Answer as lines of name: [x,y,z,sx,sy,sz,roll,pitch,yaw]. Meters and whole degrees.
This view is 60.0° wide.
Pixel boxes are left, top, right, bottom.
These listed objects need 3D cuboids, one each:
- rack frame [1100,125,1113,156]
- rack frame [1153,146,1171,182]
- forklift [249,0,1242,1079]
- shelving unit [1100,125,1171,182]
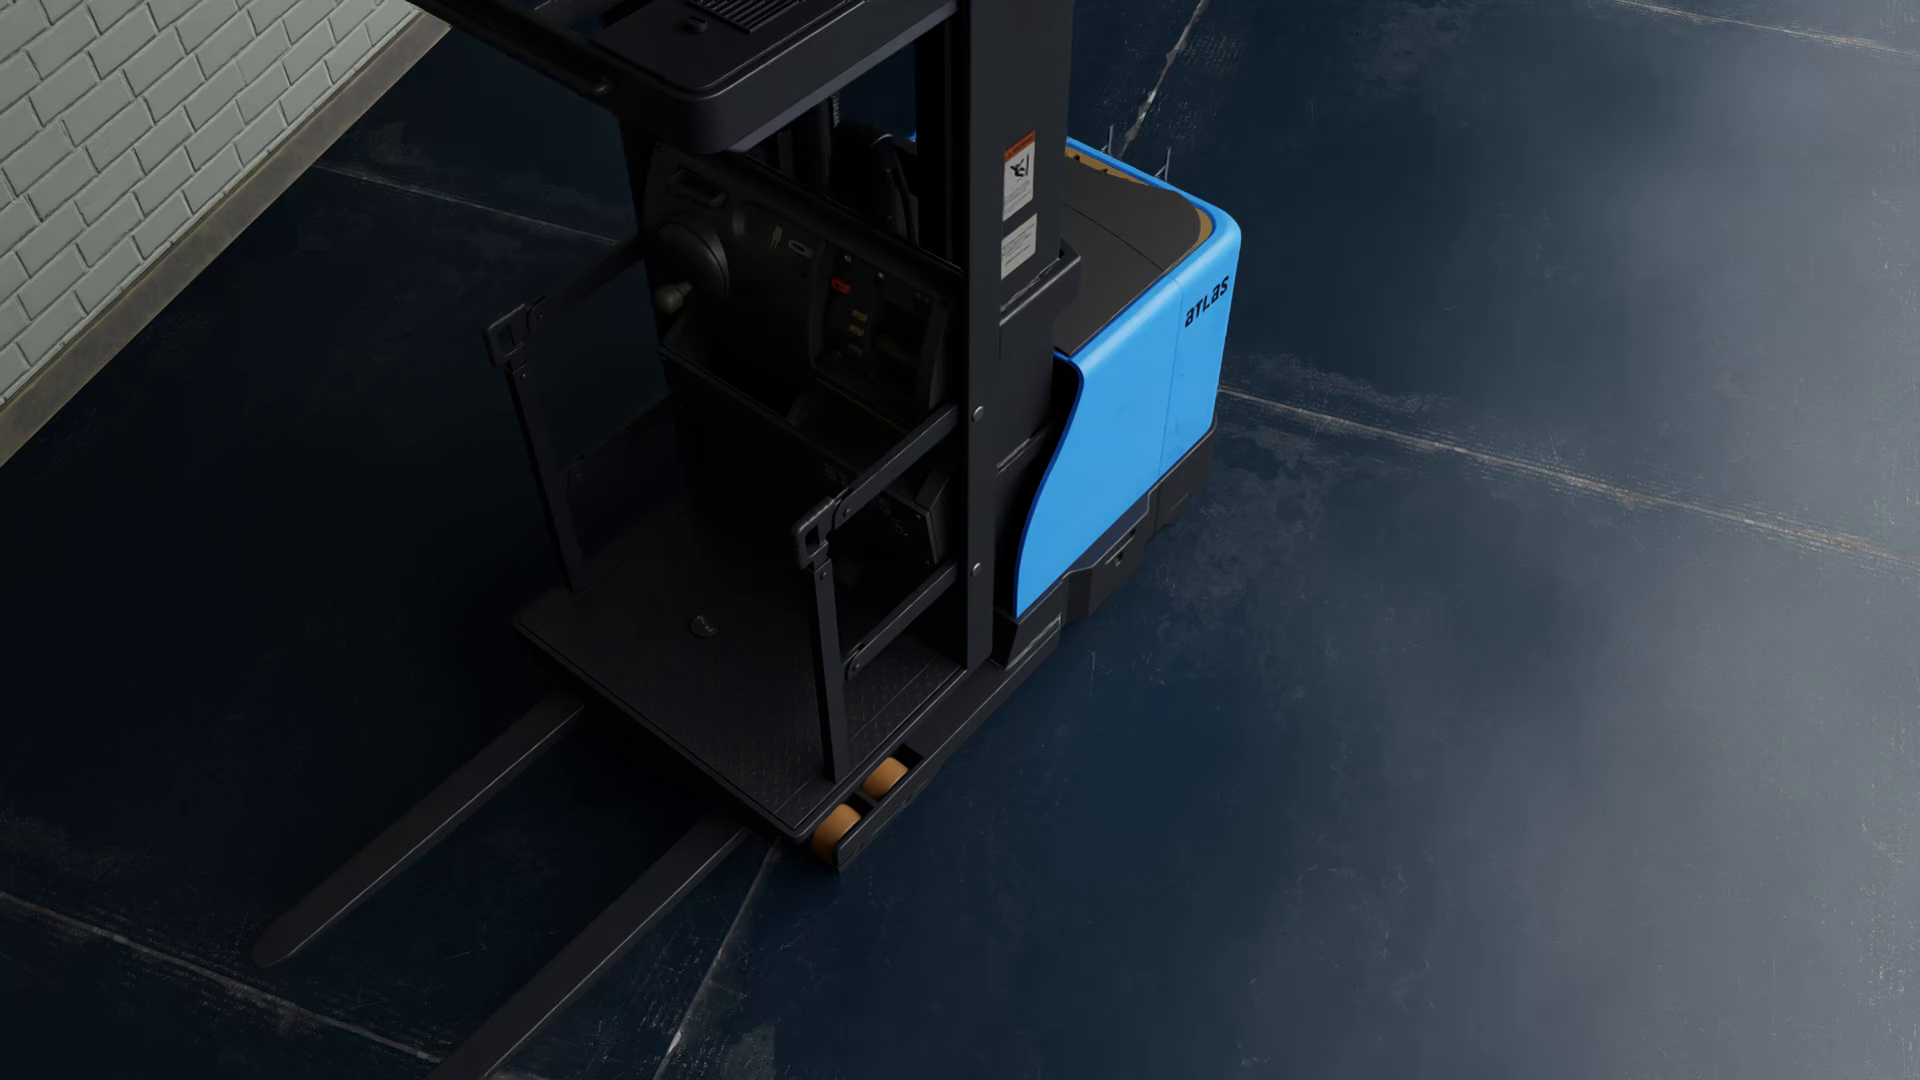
rack frame: [0.401,-0.915,5.441,0.006,0.900,0.240,26,52,21]
rack frame: [0.571,-0.832,5.369,0.006,0.900,0.240,26,52,21]
forklift: [-0.525,-0.518,3.759,1.130,2.935,3.031,32,56,25]
shelving unit: [0.486,-0.873,5.405,0.210,0.900,0.258,26,52,21]
